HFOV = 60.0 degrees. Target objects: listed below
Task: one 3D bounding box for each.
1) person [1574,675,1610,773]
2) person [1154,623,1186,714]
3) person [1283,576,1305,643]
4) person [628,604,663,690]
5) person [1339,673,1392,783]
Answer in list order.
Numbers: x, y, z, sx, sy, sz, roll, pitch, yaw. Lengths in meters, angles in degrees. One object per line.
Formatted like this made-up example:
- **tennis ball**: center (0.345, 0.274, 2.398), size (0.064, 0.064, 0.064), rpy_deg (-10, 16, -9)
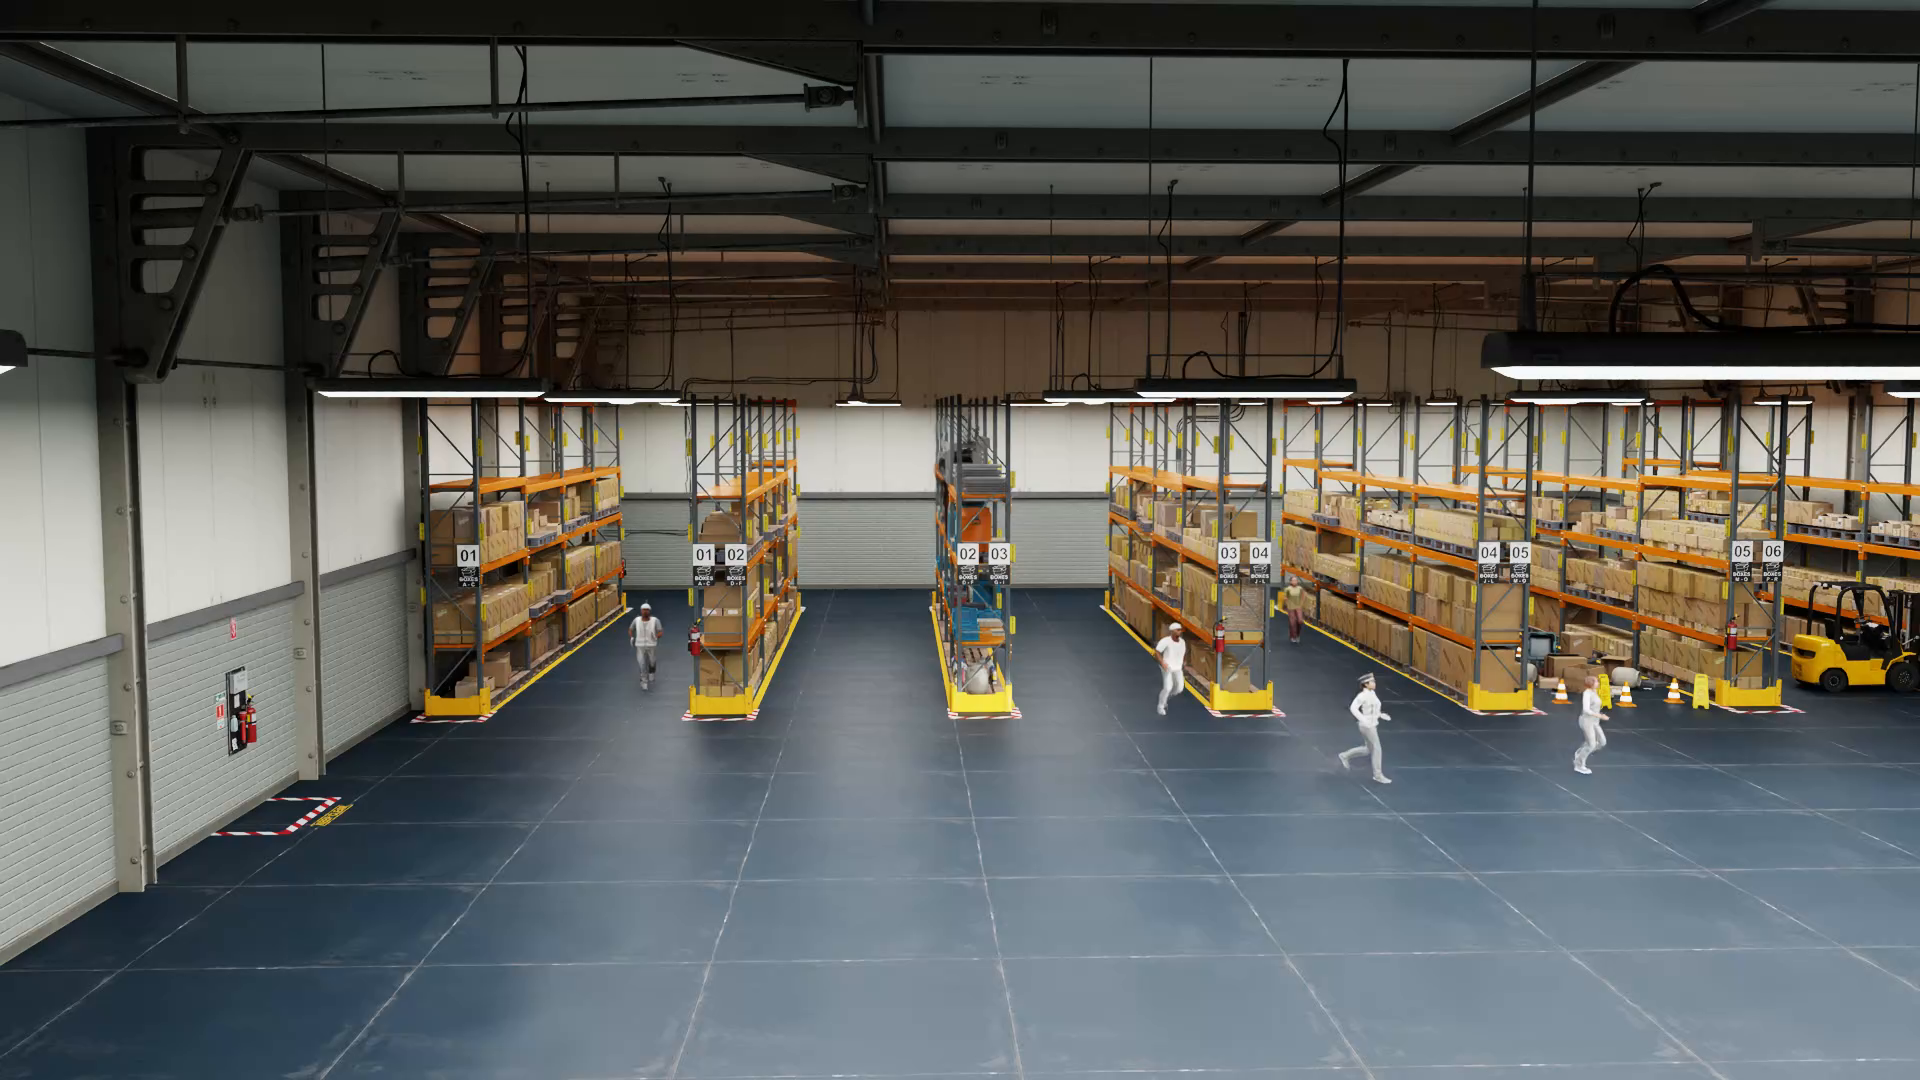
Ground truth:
- **person**: center (9.923, 2.892, 26.084), size (0.545, 1.544, 0.566), rpy_deg (3, 6, 36)
- **person**: center (4.013, 2.412, 31.354), size (0.757, 1.702, 0.531), rpy_deg (-2, 5, -27)
- **person**: center (8.180, 1.697, 40.648), size (0.554, 1.653, 0.635), rpy_deg (0, 5, 3)
- **person**: center (-6.436, 2.174, 34.046), size (0.694, 1.748, 0.804), rpy_deg (-1, 5, -8)
- **person**: center (6.232, 2.867, 25.637), size (0.731, 1.671, 0.618), rpy_deg (2, 5, 27)
